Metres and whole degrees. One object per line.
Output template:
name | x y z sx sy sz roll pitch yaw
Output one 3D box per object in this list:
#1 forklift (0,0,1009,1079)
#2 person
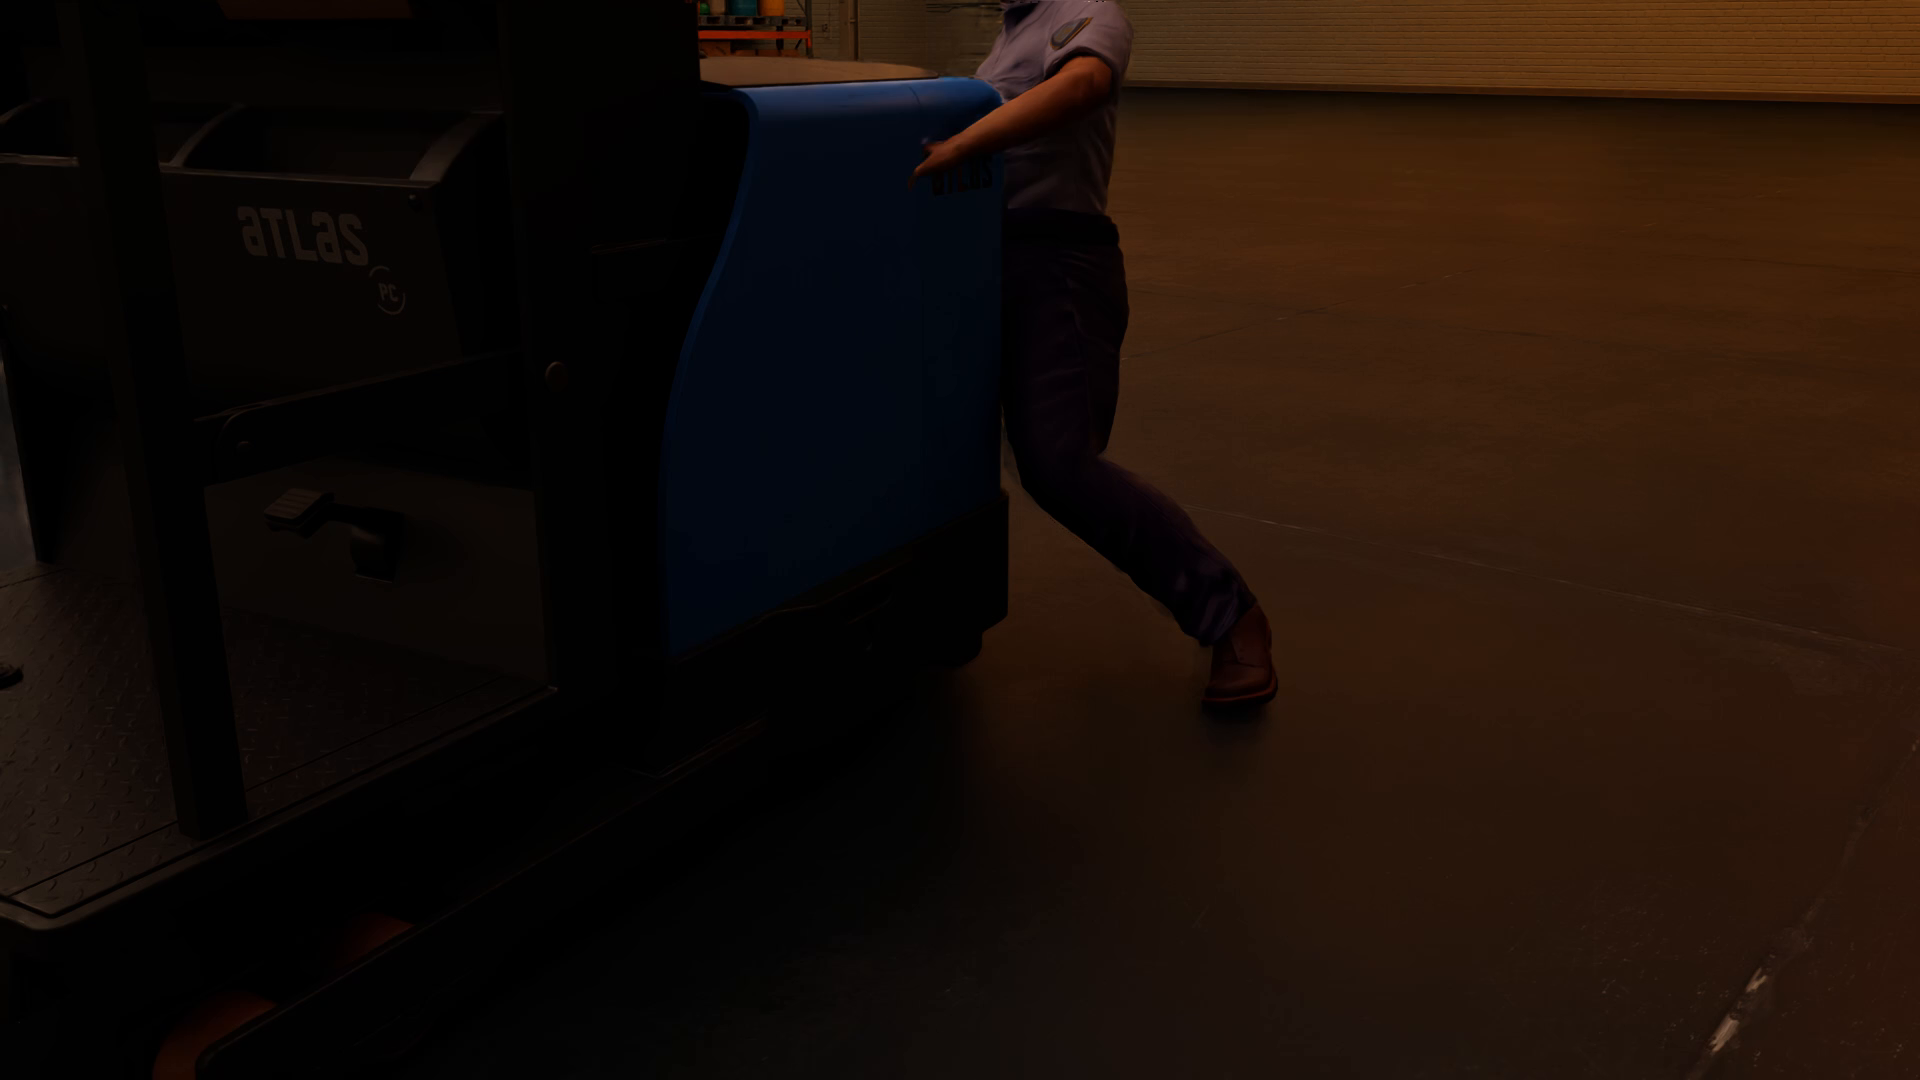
forklift | -1.072 -0.898 1.853 1.130 2.935 3.031 9 19 28
person | 0.050 -0.531 3.192 0.892 1.463 1.234 -4 17 -13
